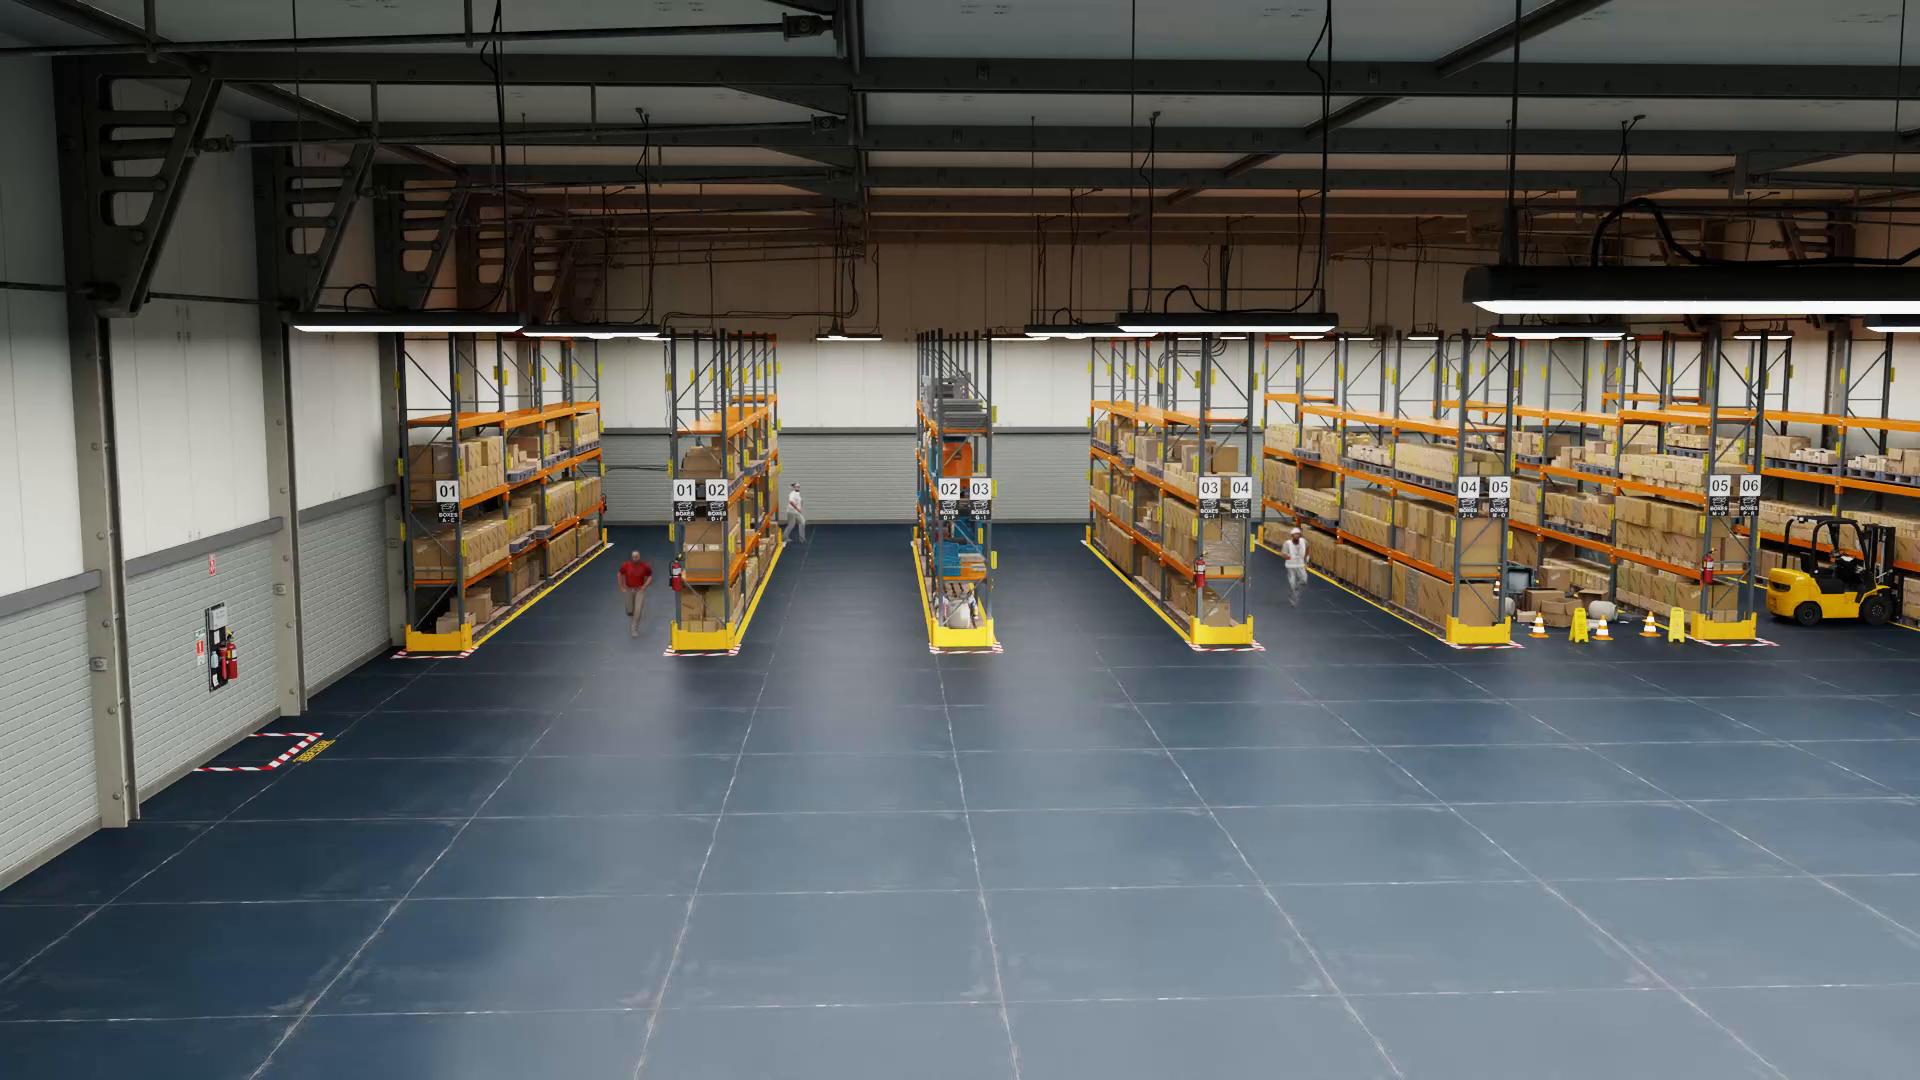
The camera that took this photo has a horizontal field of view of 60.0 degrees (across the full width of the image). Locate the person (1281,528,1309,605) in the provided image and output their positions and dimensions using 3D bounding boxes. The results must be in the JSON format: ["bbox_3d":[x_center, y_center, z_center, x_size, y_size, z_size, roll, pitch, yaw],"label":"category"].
[{"bbox_3d":[7.326,0.593,36.151,0.722,1.721,0.728,-1,7,-11],"label":"person"}]

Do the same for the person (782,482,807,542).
[{"bbox_3d":[-4.824,-0.766,48.034,0.792,1.824,0.708,2,7,18],"label":"person"}]

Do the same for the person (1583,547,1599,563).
[{"bbox_3d":[16.420,-0.196,43.205,0.625,1.658,0.591,-1,7,-7],"label":"person"}]

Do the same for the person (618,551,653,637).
[{"bbox_3d":[-6.418,1.036,32.941,0.677,1.700,0.774,-1,7,-5],"label":"person"}]
